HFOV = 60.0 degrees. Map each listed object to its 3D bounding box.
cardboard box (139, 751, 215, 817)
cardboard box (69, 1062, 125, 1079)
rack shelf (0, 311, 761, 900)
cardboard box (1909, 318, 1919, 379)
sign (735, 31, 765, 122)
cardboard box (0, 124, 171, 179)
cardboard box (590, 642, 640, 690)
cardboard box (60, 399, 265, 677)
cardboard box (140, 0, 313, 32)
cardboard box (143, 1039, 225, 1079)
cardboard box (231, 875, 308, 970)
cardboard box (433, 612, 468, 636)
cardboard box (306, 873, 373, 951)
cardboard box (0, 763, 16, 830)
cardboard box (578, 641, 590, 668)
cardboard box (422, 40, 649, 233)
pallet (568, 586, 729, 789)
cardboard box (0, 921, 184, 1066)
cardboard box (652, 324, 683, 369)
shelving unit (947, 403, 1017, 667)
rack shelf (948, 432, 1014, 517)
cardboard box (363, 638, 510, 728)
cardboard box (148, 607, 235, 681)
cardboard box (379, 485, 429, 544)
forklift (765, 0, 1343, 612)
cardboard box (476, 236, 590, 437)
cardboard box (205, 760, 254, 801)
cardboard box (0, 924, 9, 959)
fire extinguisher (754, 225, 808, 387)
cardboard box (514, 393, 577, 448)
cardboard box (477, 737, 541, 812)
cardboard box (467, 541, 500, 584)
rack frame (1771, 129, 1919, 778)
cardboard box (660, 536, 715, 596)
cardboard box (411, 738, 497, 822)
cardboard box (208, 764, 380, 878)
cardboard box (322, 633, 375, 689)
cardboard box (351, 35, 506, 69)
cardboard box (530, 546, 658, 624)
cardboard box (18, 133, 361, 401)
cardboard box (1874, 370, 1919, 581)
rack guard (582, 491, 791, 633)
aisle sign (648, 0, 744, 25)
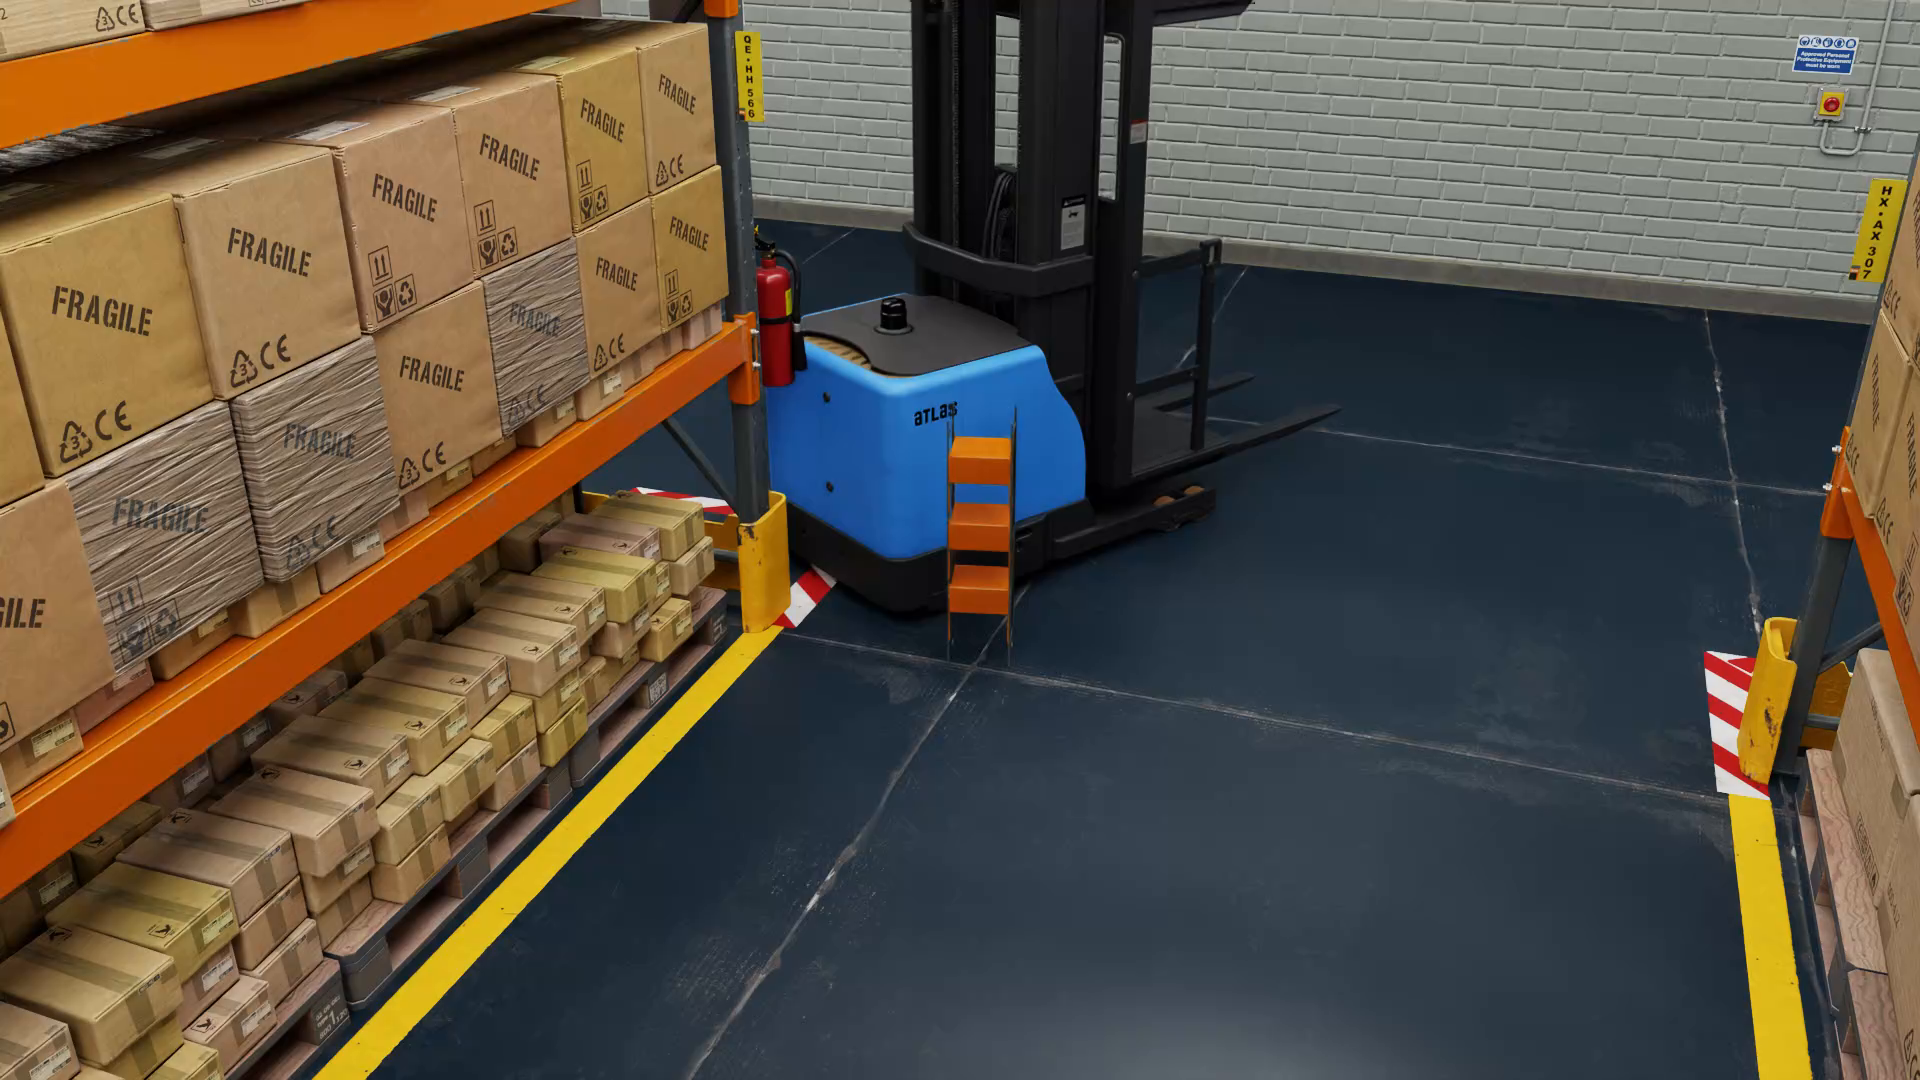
[{"bbox_3d":[-2.466,0.713,4.942,0.380,0.149,0.250,7,27,15],"label":"cardboard box"},{"bbox_3d":[-2.203,1.362,3.942,0.380,0.149,0.250,10,28,20],"label":"cardboard box"},{"bbox_3d":[-1.960,0.007,5.120,1.077,0.370,4.000,9,27,17],"label":"rack shelf"},{"bbox_3d":[2.813,-0.589,4.261,0.500,0.500,0.500,8,27,16],"label":"cardboard box"},{"bbox_3d":[-0.778,-1.714,6.156,0.100,0.325,0.005,9,27,17],"label":"sign"},{"bbox_3d":[-2.374,-0.778,4.312,0.500,0.500,0.500,9,27,19],"label":"cardboard box"},{"bbox_3d":[-1.432,0.418,6.234,0.380,0.149,0.250,9,27,17],"label":"cardboard box"},{"bbox_3d":[-2.065,-0.046,3.946,0.500,0.500,0.500,9,27,17],"label":"cardboard box"},{"bbox_3d":[-1.873,-1.348,3.823,0.500,0.250,0.500,10,28,20],"label":"cardboard box"},{"bbox_3d":[-2.113,1.386,4.234,0.380,0.149,0.250,10,27,19],"label":"cardboard box"},{"bbox_3d":[-2.064,1.029,4.630,0.380,0.149,0.250,7,27,15],"label":"cardboard box"},{"bbox_3d":[-2.041,0.307,6.123,0.380,0.149,0.250,10,27,19],"label":"cardboard box"},{"bbox_3d":[-1.985,1.050,4.930,0.380,0.149,0.250,8,27,15],"label":"cardboard box"},{"bbox_3d":[-2.223,0.549,3.463,0.380,0.149,0.250,10,28,19],"label":"cardboard box"},{"bbox_3d":[-1.559,0.389,5.953,0.380,0.149,0.250,8,27,17],"label":"cardboard box"},{"bbox_3d":[-1.381,-1.336,5.463,0.500,0.500,0.500,8,27,16],"label":"cardboard box"},{"bbox_3d":[-1.624,0.476,6.525,1.003,0.211,1.213,9,27,17],"label":"pallet"},{"bbox_3d":[-2.168,1.115,4.112,0.380,0.149,0.250,10,28,20],"label":"cardboard box"},{"bbox_3d":[-1.255,-0.754,6.154,0.380,0.149,0.250,9,27,17],"label":"cardboard box"},{"bbox_3d":[0.084,-0.011,6.568,0.252,1.050,0.215,3,26,5],"label":"shelving unit"},{"bbox_3d":[0.084,-0.257,6.448,0.240,0.259,0.215,3,26,5],"label":"rack shelf"},{"bbox_3d":[-1.711,0.469,5.446,0.380,0.149,0.250,8,27,16],"label":"cardboard box"},{"bbox_3d":[-2.072,0.204,4.175,0.380,0.149,0.250,8,27,15],"label":"cardboard box"},{"bbox_3d":[-1.785,-0.116,4.837,0.380,0.149,0.250,10,28,19],"label":"cardboard box"},{"bbox_3d":[0.600,-1.521,7.528,3.031,2.935,1.130,-19,32,-34],"label":"forklift"},{"bbox_3d":[-1.537,-0.675,5.247,0.500,0.500,0.500,9,27,18],"label":"cardboard box"},{"bbox_3d":[-2.319,0.760,5.186,0.380,0.149,0.250,7,27,15],"label":"cardboard box"},{"bbox_3d":[-2.705,1.036,4.274,0.380,0.149,0.250,9,27,18],"label":"cardboard box"},{"bbox_3d":[-0.776,-0.973,6.834,0.296,0.674,0.183,9,27,17],"label":"fire extinguisher"},{"bbox_3d":[-1.502,-0.437,5.498,0.380,0.149,0.250,8,27,15],"label":"cardboard box"},{"bbox_3d":[-1.638,0.745,5.559,0.380,0.149,0.250,9,27,18],"label":"cardboard box"},{"bbox_3d":[-1.972,0.069,6.272,0.380,0.149,0.250,9,27,17],"label":"cardboard box"},{"bbox_3d":[3.407,-0.463,5.264,1.000,3.000,0.127,9,27,17],"label":"rack frame"},{"bbox_3d":[-1.201,0.079,6.592,0.380,0.149,0.250,8,27,16],"label":"cardboard box"},{"bbox_3d":[-1.701,0.728,5.253,0.380,0.149,0.250,9,27,18],"label":"cardboard box"},{"bbox_3d":[-1.903,0.801,4.761,0.380,0.149,0.250,9,27,19],"label":"cardboard box"},{"bbox_3d":[-2.209,0.397,5.595,0.380,0.149,0.250,9,27,18],"label":"cardboard box"},{"bbox_3d":[-1.856,-1.414,5.624,0.500,0.500,0.500,10,27,19],"label":"cardboard box"},{"bbox_3d":[-1.336,0.161,6.082,0.380,0.149,0.250,8,27,16],"label":"cardboard box"},{"bbox_3d":[-1.891,-0.692,4.134,0.500,0.500,0.500,9,27,18],"label":"cardboard box"},{"bbox_3d":[2.834,-0.140,4.483,0.500,0.500,0.500,8,27,17],"label":"cardboard box"},{"bbox_3d":[-1.320,0.017,7.141,1.175,0.500,0.348,9,27,17],"label":"rack guard"},{"bbox_3d":[-0.987,-2.296,6.066,0.394,0.787,0.004,9,27,17],"label":"aisle sign"}]
